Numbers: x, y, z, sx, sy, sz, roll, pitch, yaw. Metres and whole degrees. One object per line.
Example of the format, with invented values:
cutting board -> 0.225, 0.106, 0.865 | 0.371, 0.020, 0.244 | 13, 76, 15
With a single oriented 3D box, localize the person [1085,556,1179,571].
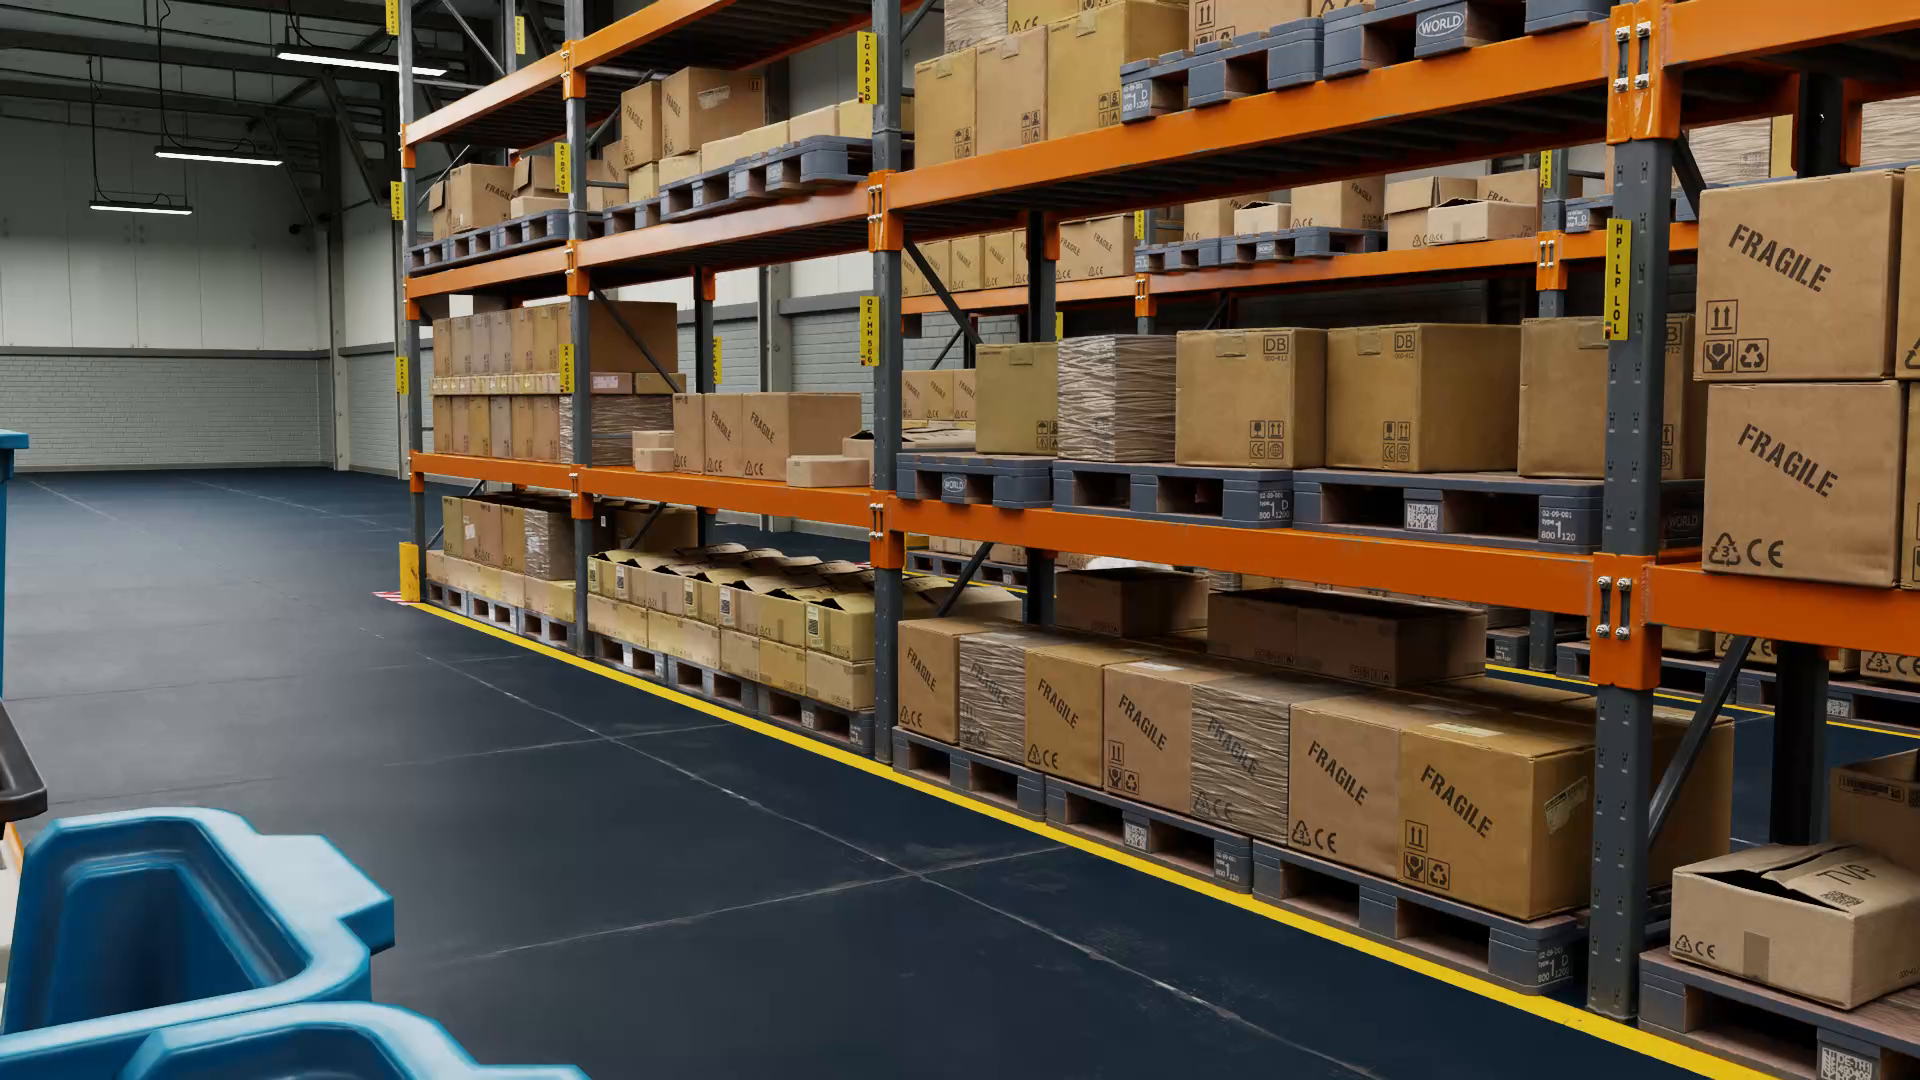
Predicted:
person -> 1.319, 0.387, 12.364 | 0.910, 0.796, 0.520 | -3, 6, -35
